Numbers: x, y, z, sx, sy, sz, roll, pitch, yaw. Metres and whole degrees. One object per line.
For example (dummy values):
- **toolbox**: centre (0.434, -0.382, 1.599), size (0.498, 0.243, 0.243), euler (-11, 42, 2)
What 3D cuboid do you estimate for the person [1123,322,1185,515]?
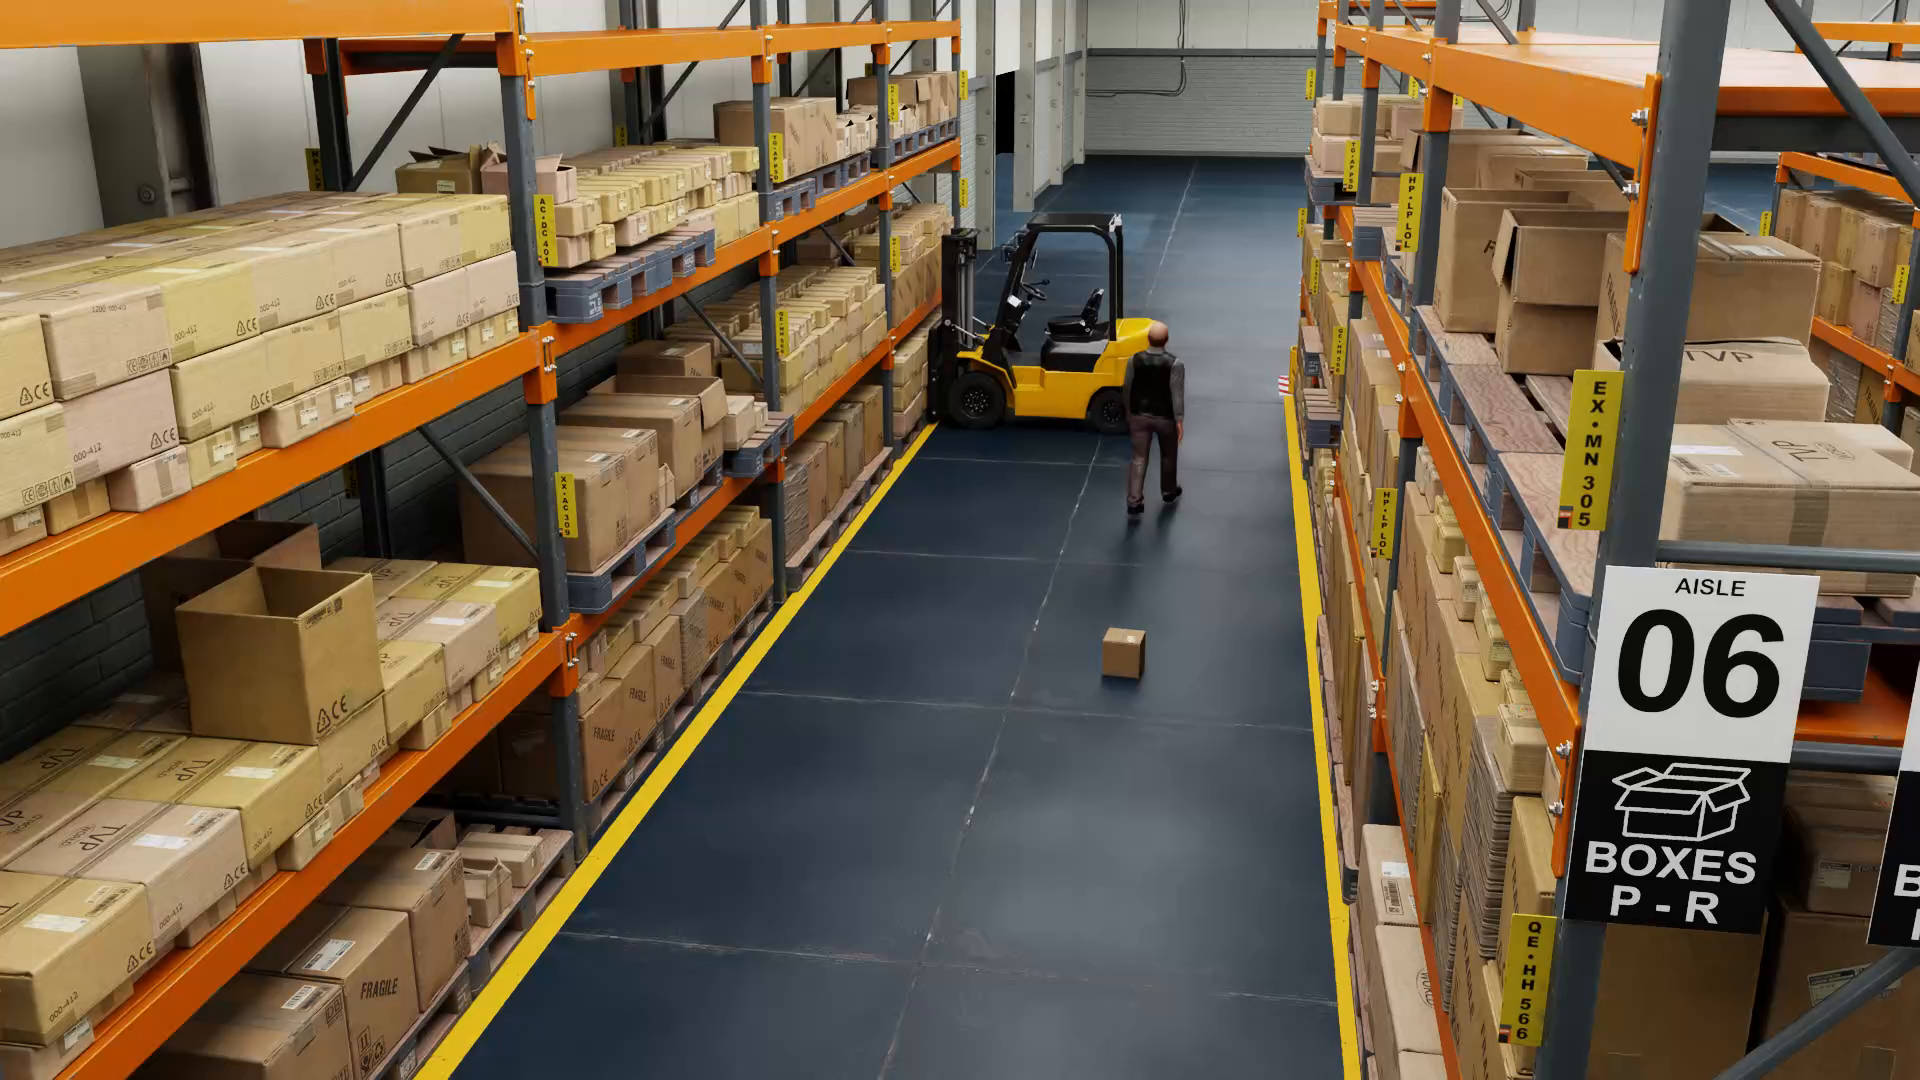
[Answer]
- **person**: centre (1.699, -1.085, 14.505), size (0.565, 1.677, 1.001), euler (5, 18, 16)
